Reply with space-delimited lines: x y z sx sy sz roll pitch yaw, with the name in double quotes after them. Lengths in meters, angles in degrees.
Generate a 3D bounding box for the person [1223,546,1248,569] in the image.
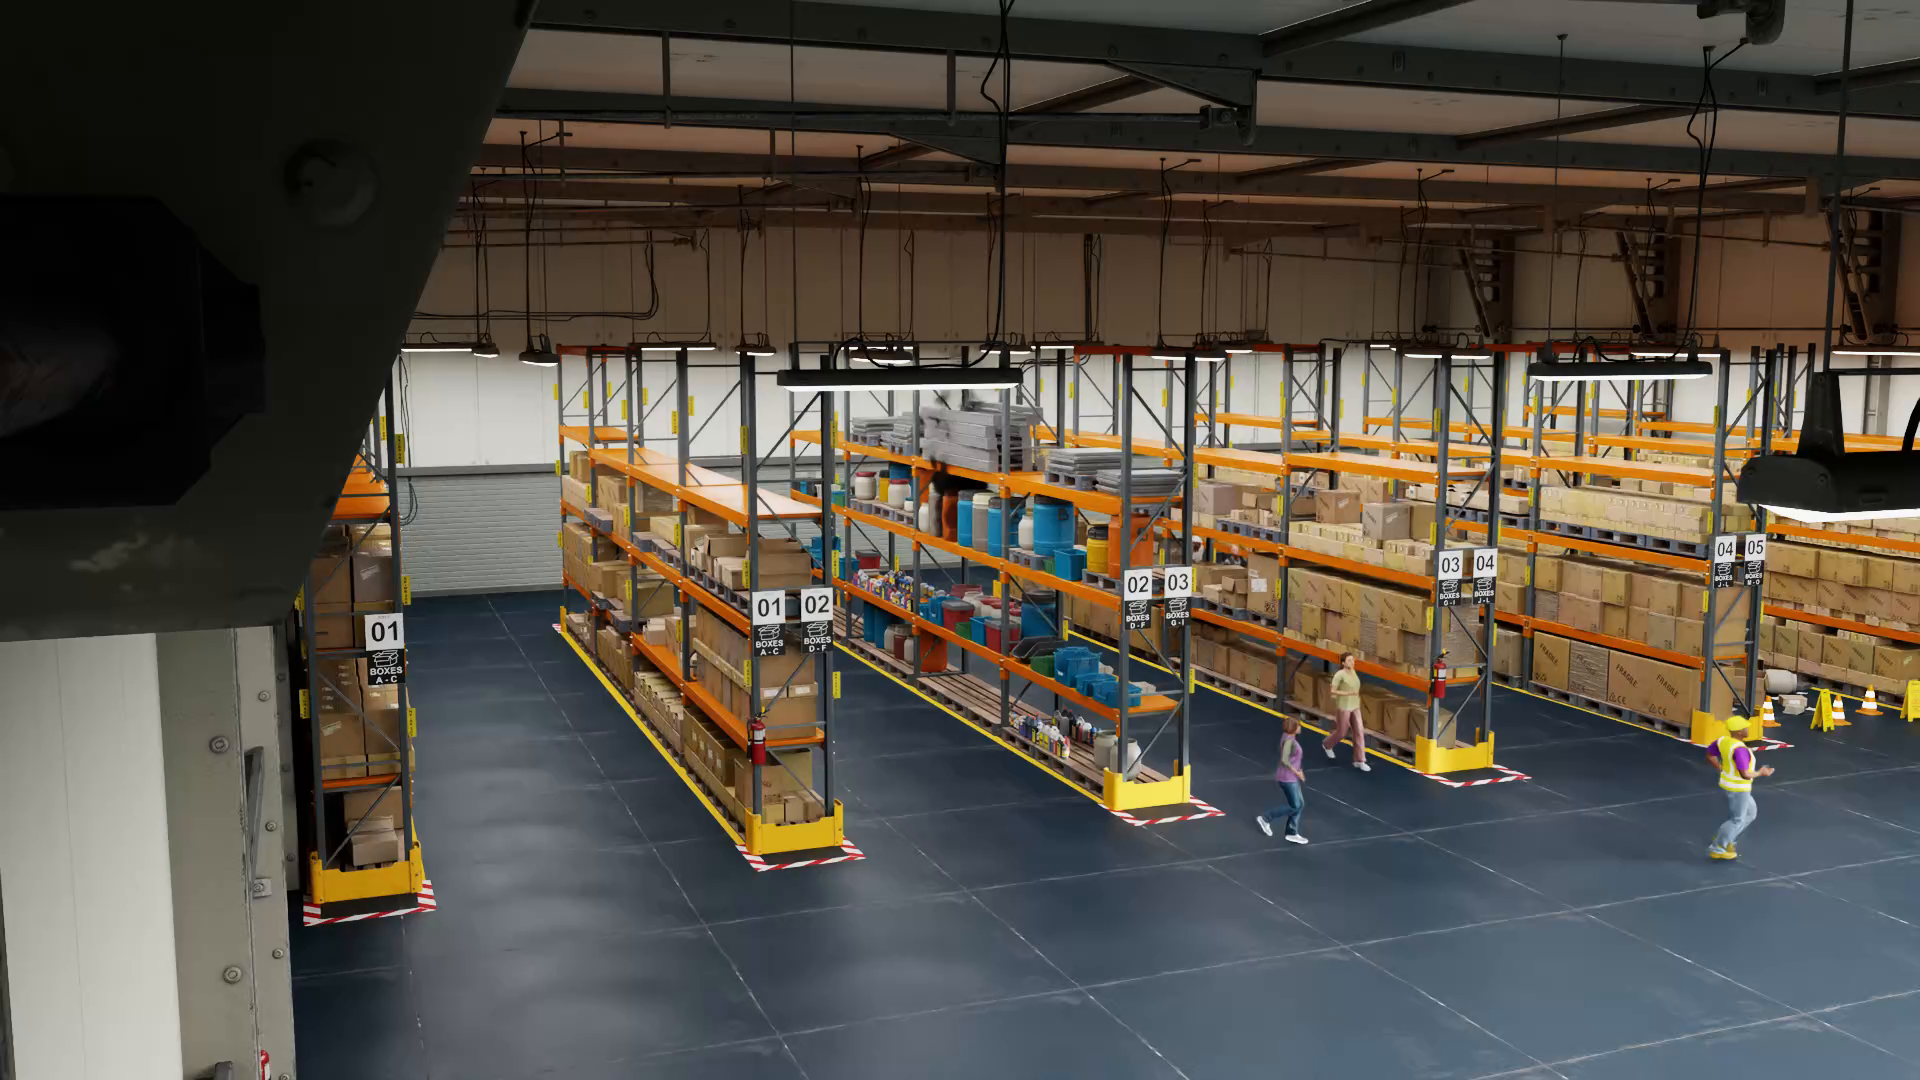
5.940 1.049 35.824 0.663 1.510 0.540 -2 7 -13 "person"

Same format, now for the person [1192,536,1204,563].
5.190 0.714 37.802 0.721 1.711 1.023 -4 8 -29 "person"

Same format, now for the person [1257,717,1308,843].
4.004 2.960 20.561 0.622 1.586 0.565 1 7 10 "person"

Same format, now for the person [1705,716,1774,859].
9.278 2.962 19.781 0.649 1.771 0.677 1 7 7 "person"

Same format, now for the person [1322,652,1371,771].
5.590 2.435 23.982 0.581 1.650 0.946 -4 8 -27 "person"
